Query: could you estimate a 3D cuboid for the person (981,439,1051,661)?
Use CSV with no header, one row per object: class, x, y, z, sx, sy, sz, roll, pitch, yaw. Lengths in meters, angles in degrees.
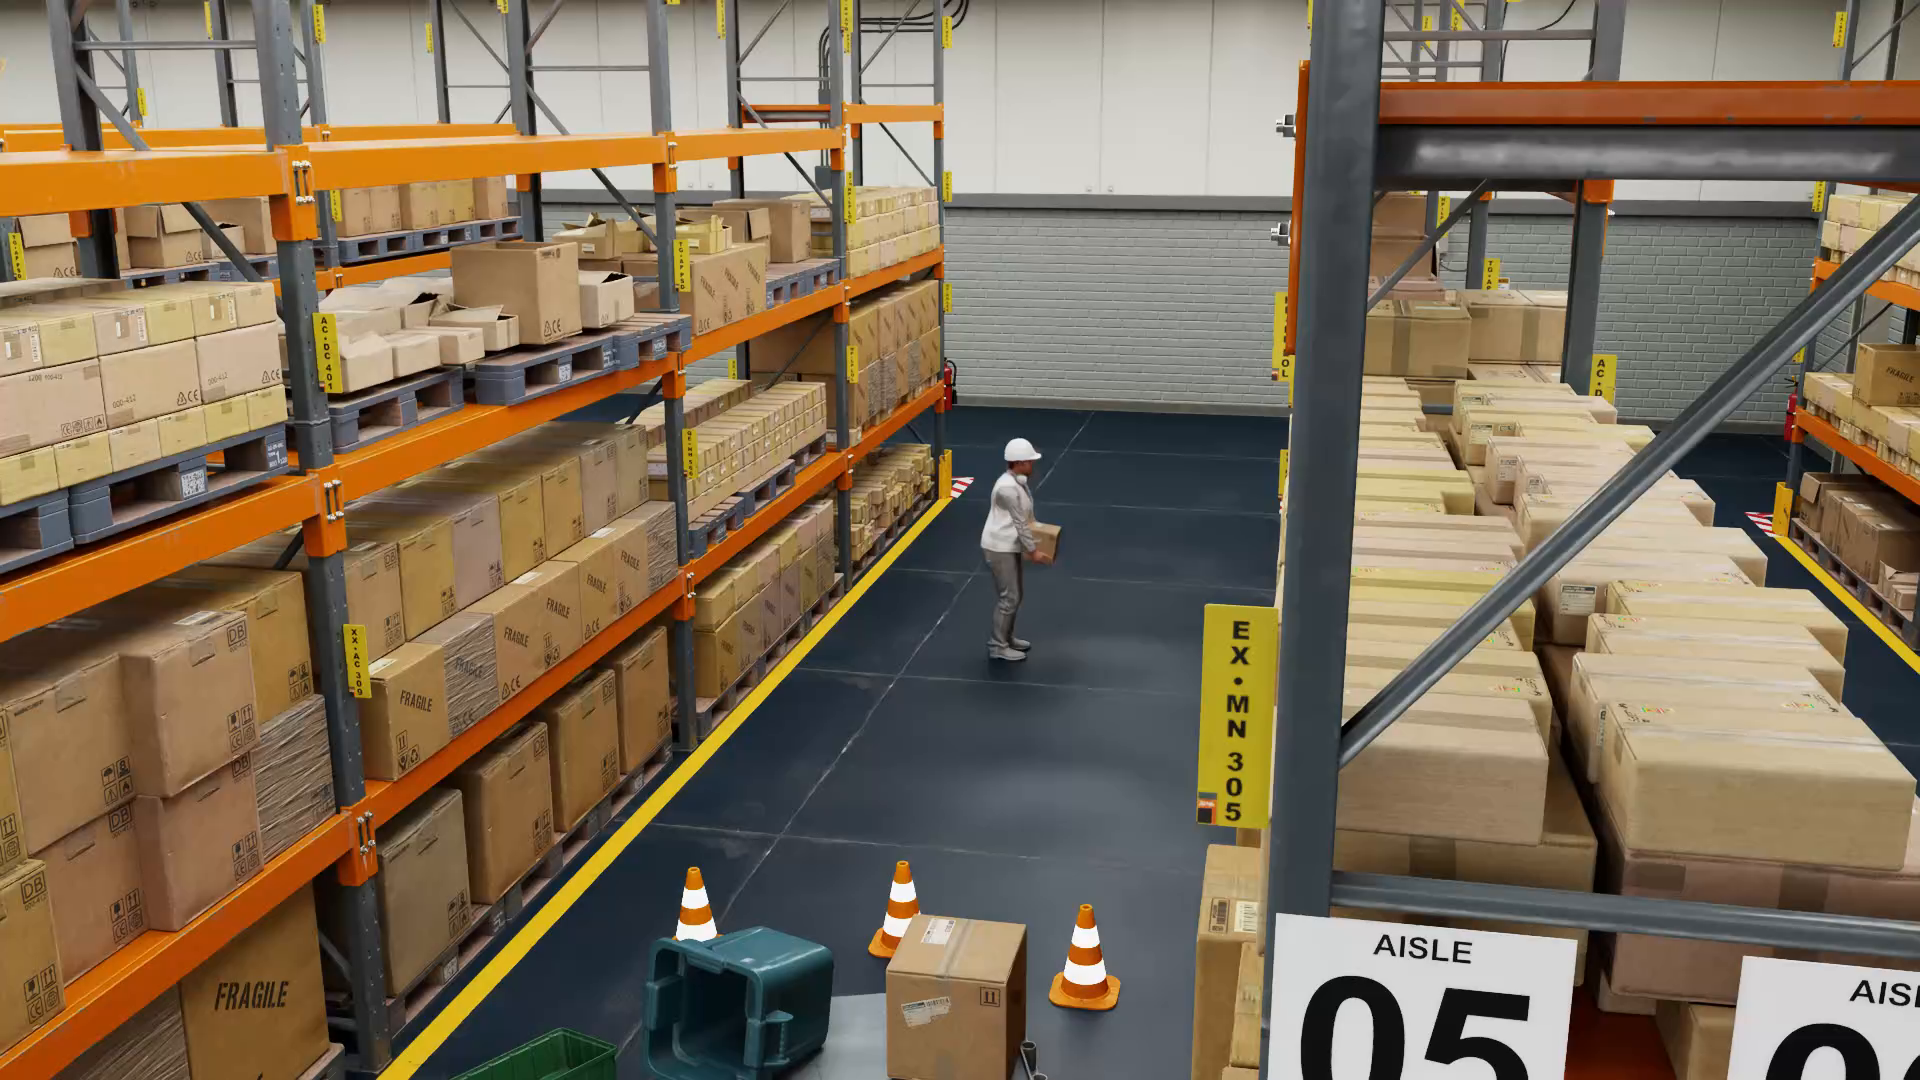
person,0.461,0.063,13.244,0.575,1.765,0.488,3,15,10
